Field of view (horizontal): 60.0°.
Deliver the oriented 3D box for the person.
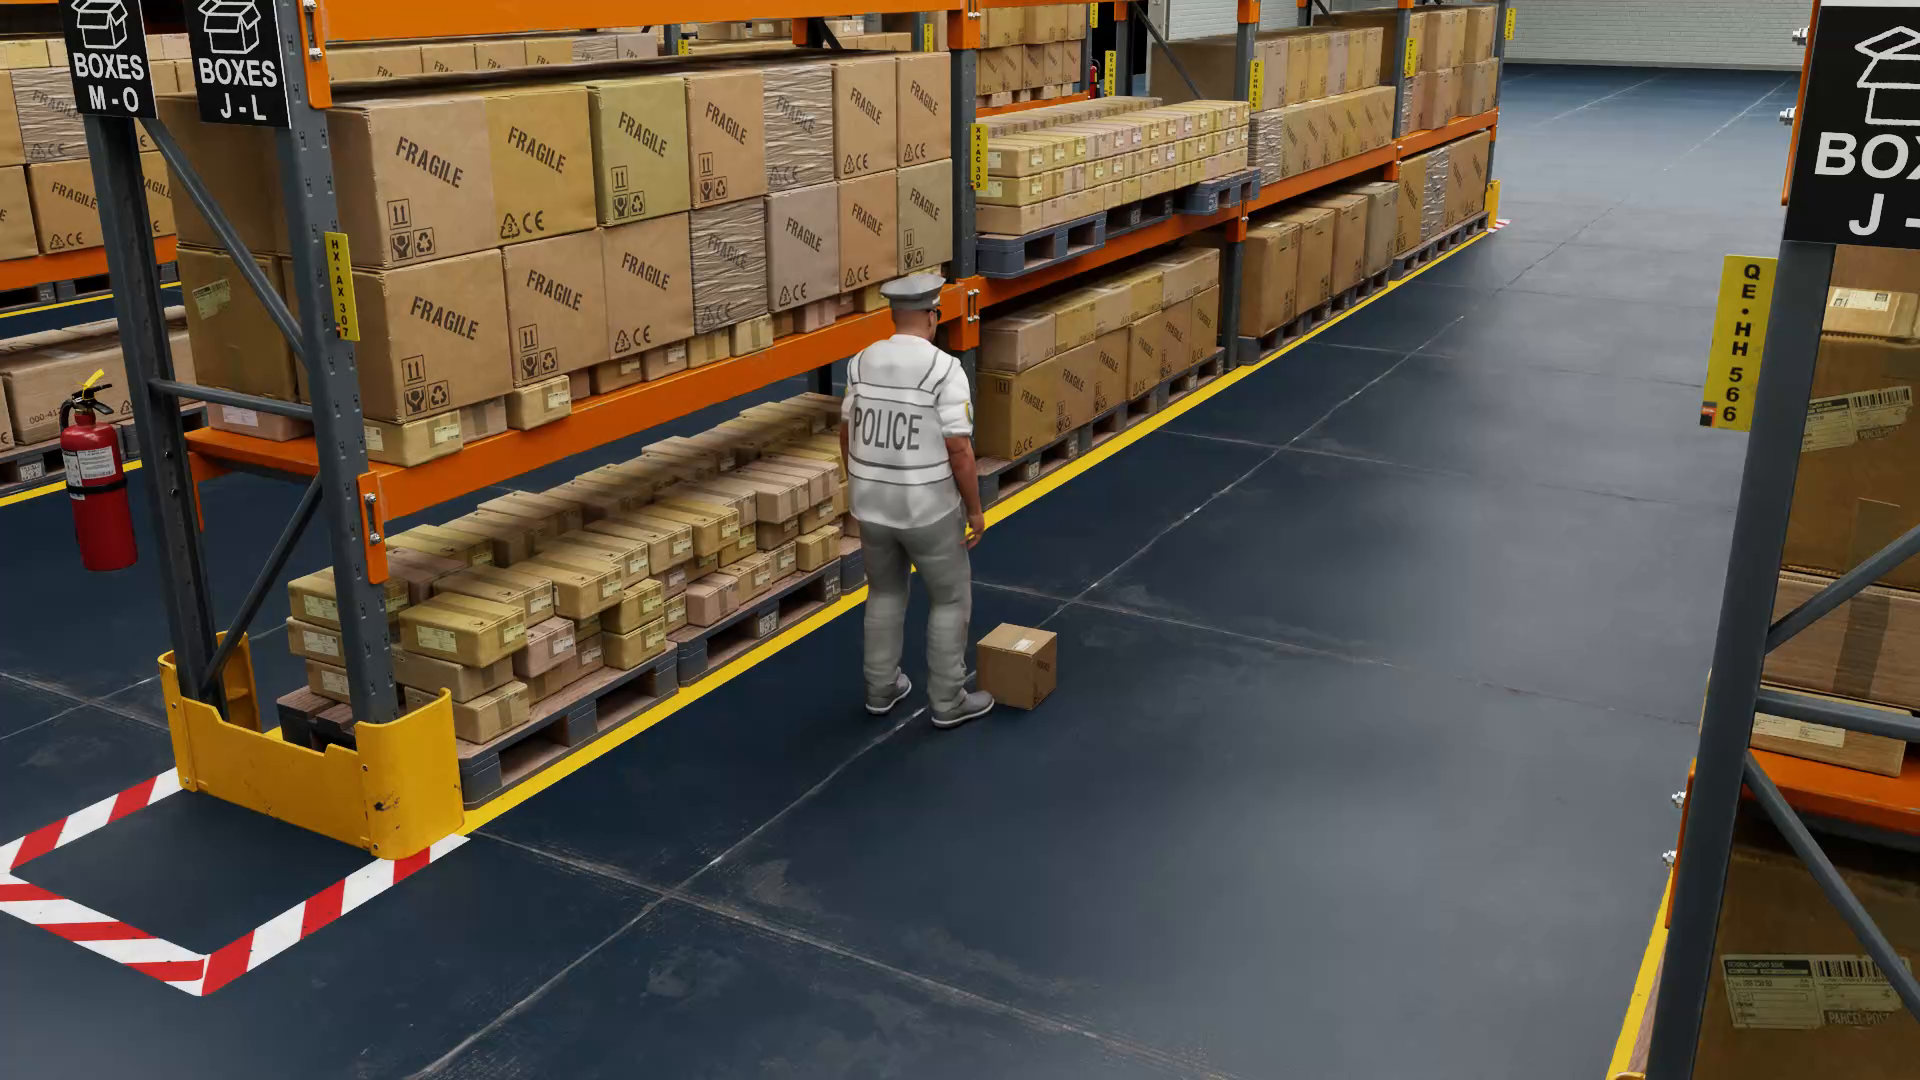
[{"bbox_3d":[-0.190,-0.133,6.437,0.587,1.748,0.441,10,22,27],"label":"person"}]
